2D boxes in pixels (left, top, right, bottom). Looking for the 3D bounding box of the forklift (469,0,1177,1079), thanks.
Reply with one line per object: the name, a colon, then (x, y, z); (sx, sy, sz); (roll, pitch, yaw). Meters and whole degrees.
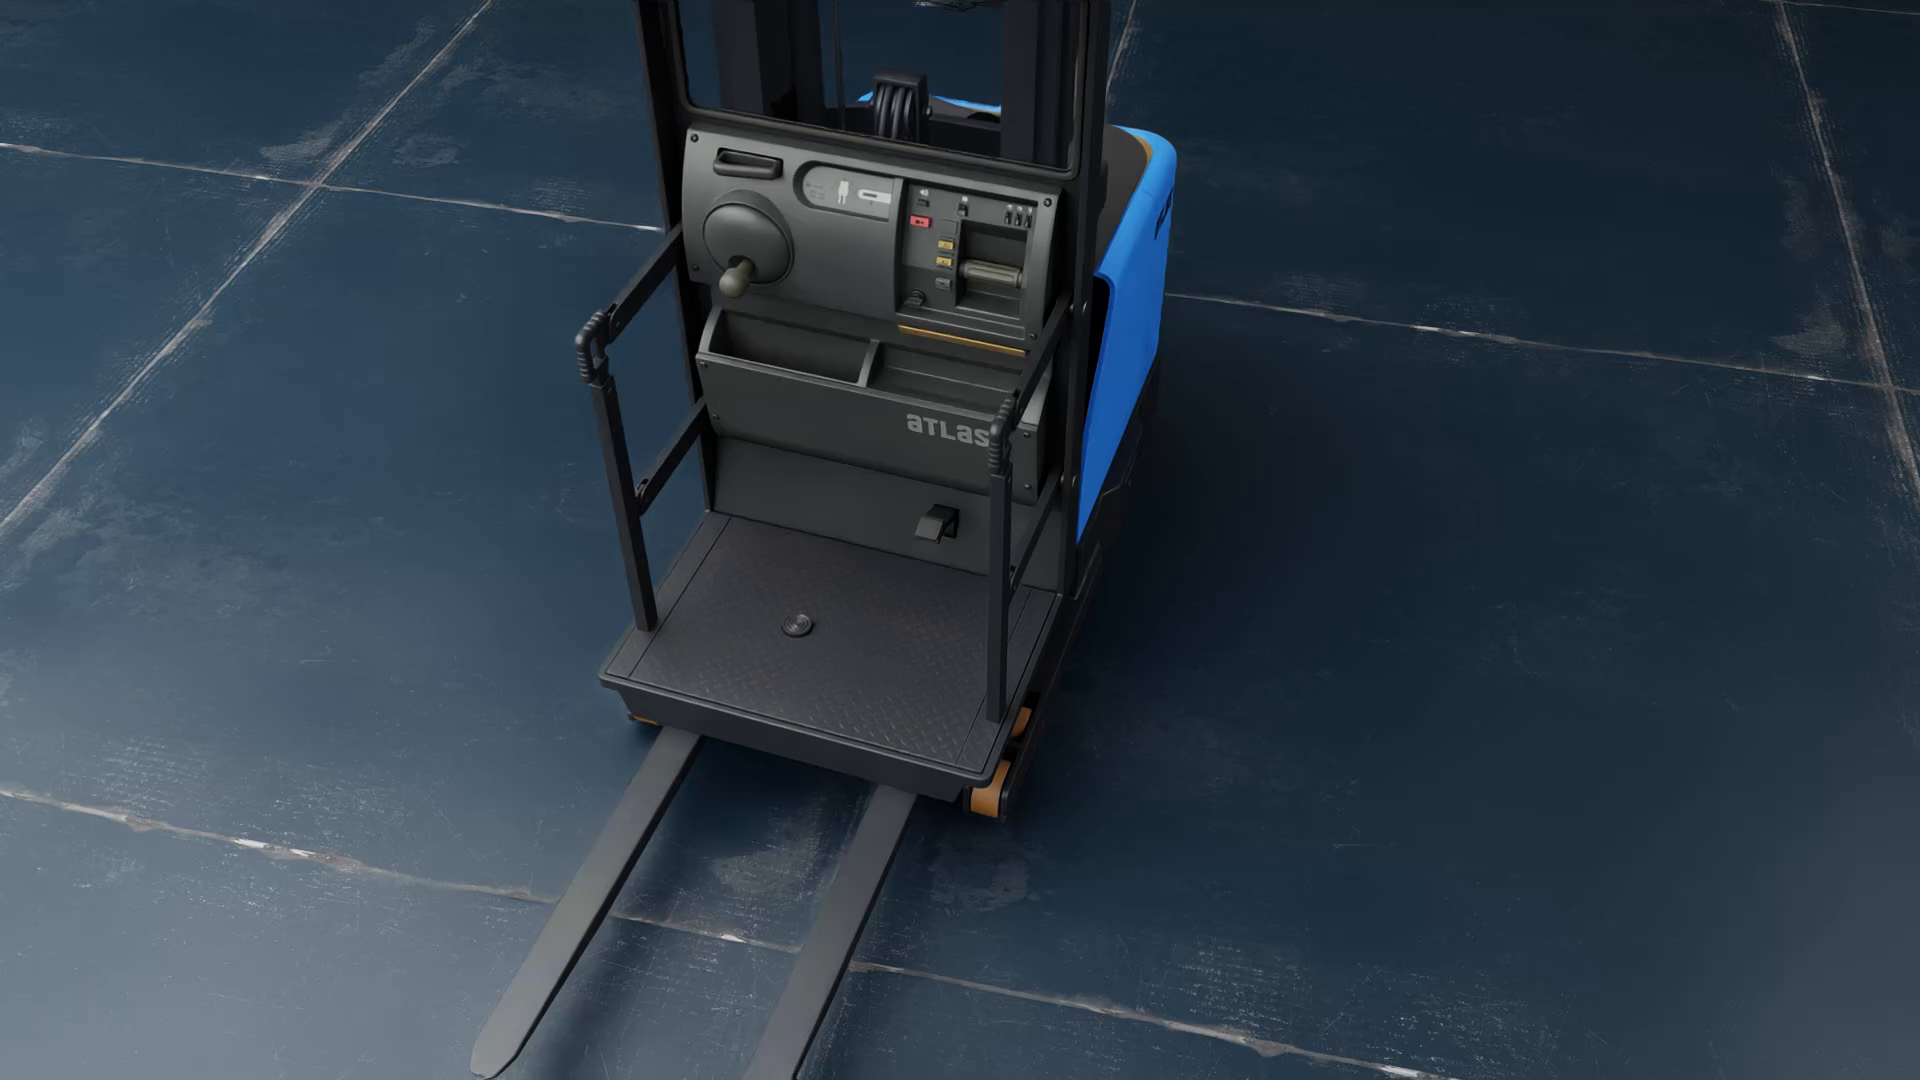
forklift: (-0.292, -0.633, 3.794); (1.130, 2.935, 3.031); (13, 45, 13)
